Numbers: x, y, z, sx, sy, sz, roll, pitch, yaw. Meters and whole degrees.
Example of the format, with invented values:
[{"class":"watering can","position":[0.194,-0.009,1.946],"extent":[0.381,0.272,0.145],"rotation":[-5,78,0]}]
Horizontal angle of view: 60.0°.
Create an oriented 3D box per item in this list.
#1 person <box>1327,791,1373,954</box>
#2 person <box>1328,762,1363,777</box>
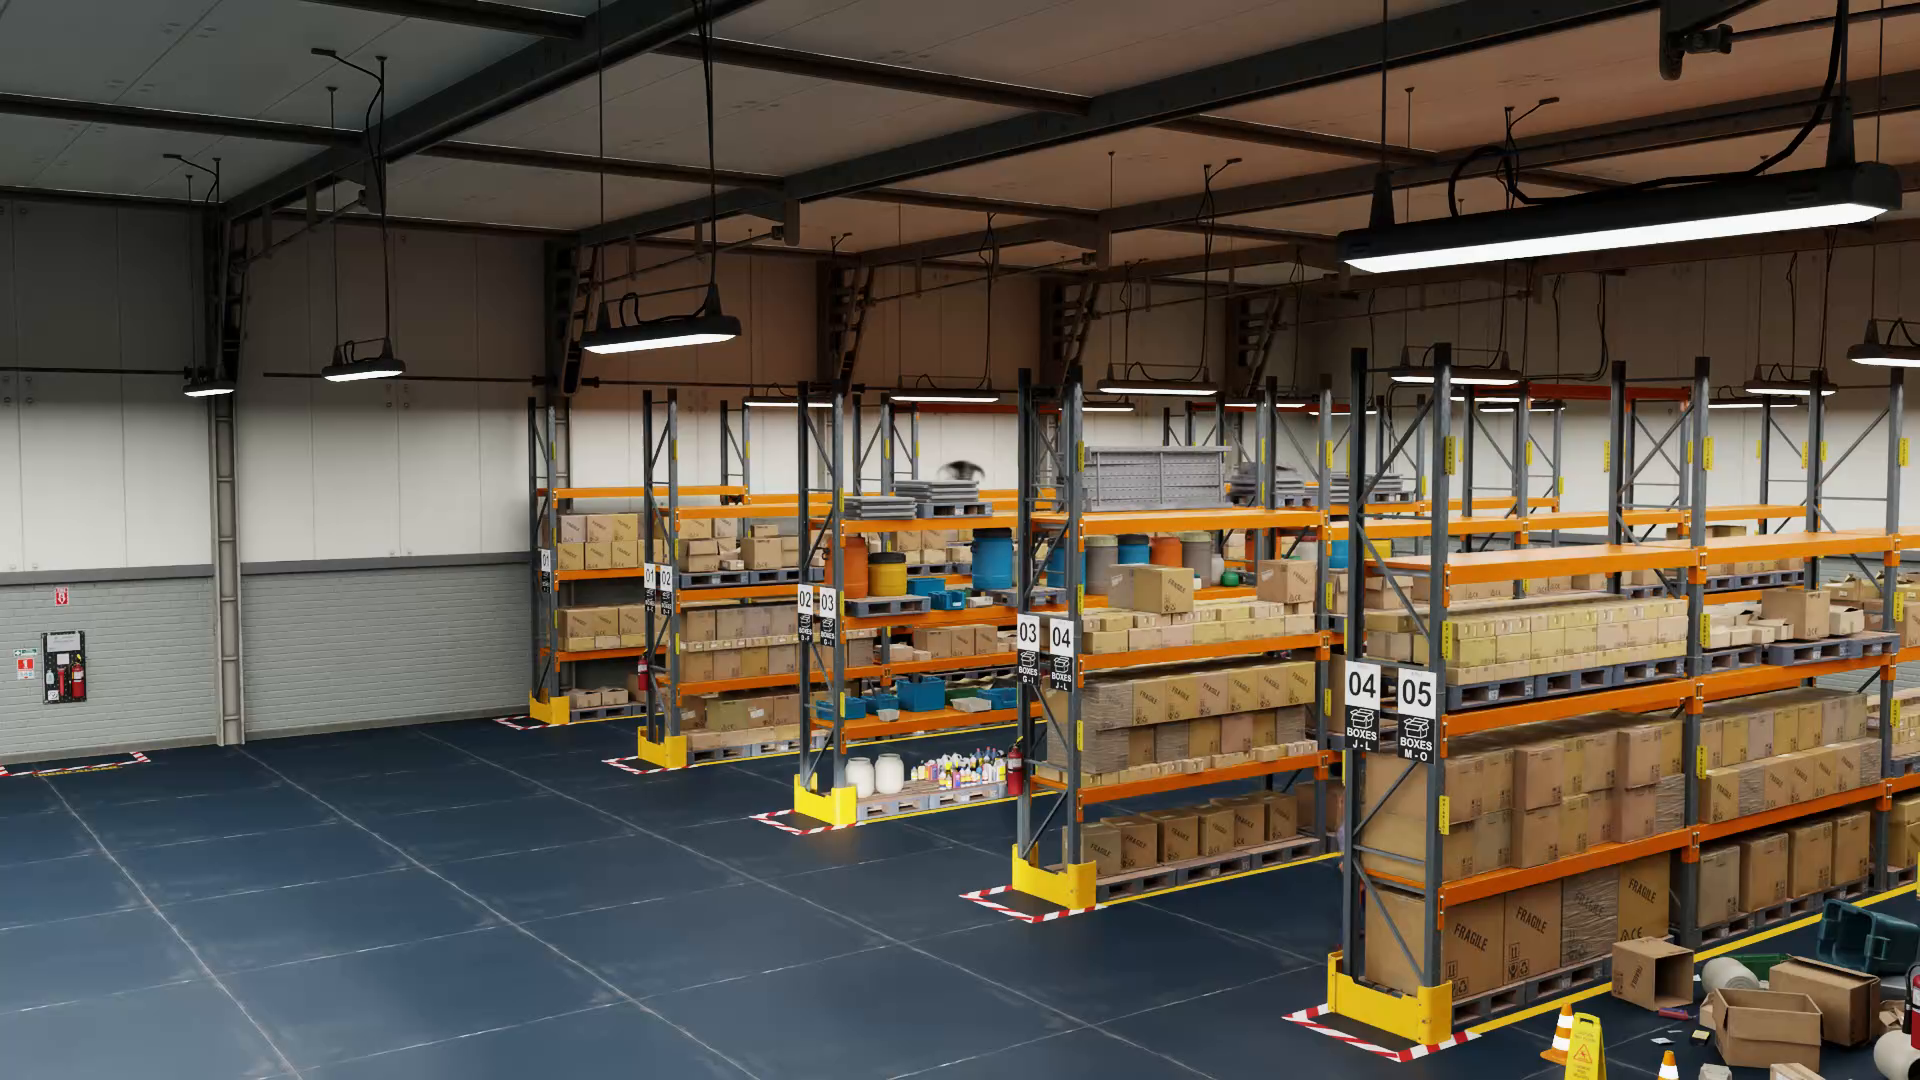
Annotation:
[{"class":"person","position":[4.057,3.367,16.958],"extent":[0.685,1.665,0.728],"rotation":[0,3,2]},{"class":"person","position":[5.537,3.029,24.142],"extent":[0.784,1.430,0.562],"rotation":[-2,4,-24]}]
